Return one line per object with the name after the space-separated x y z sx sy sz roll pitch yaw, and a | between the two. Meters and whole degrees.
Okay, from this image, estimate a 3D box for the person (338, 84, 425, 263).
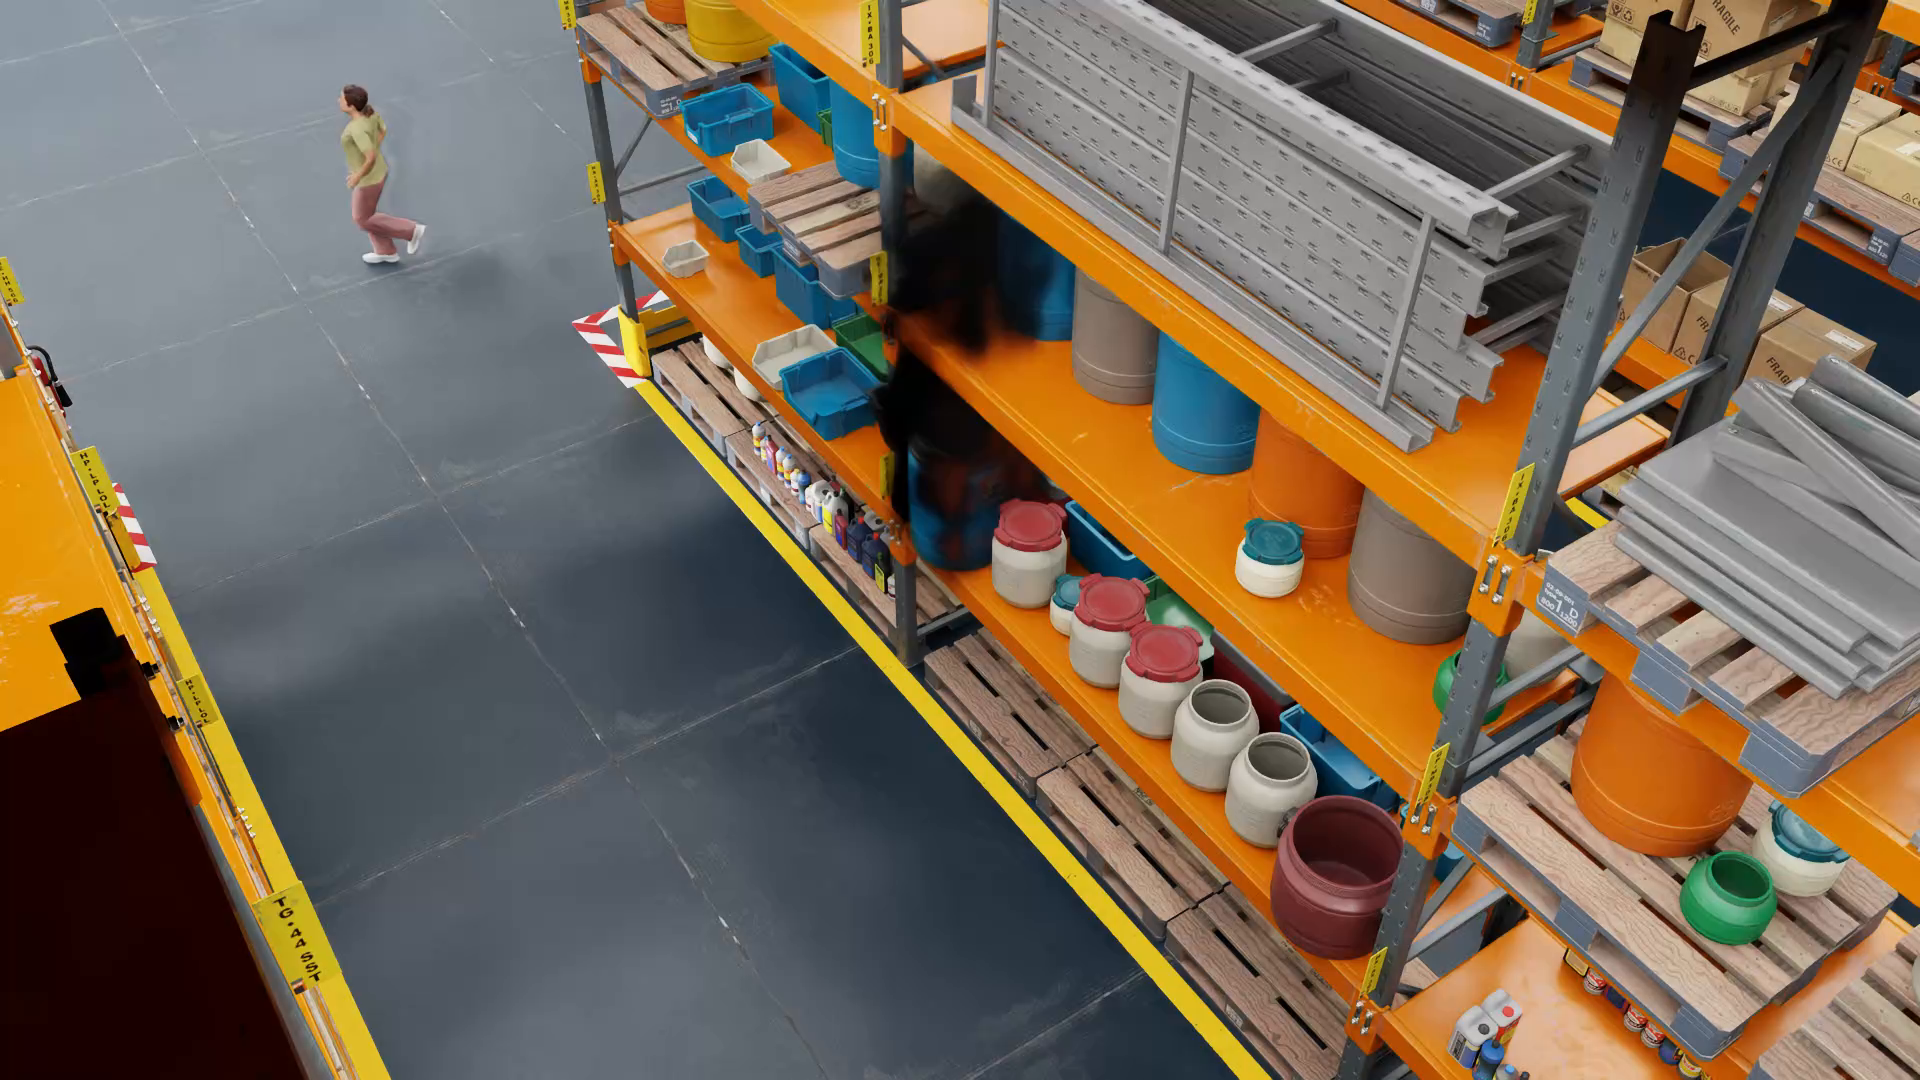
-4.847 -3.032 13.856 0.618 1.629 0.585 0 43 0 | person
